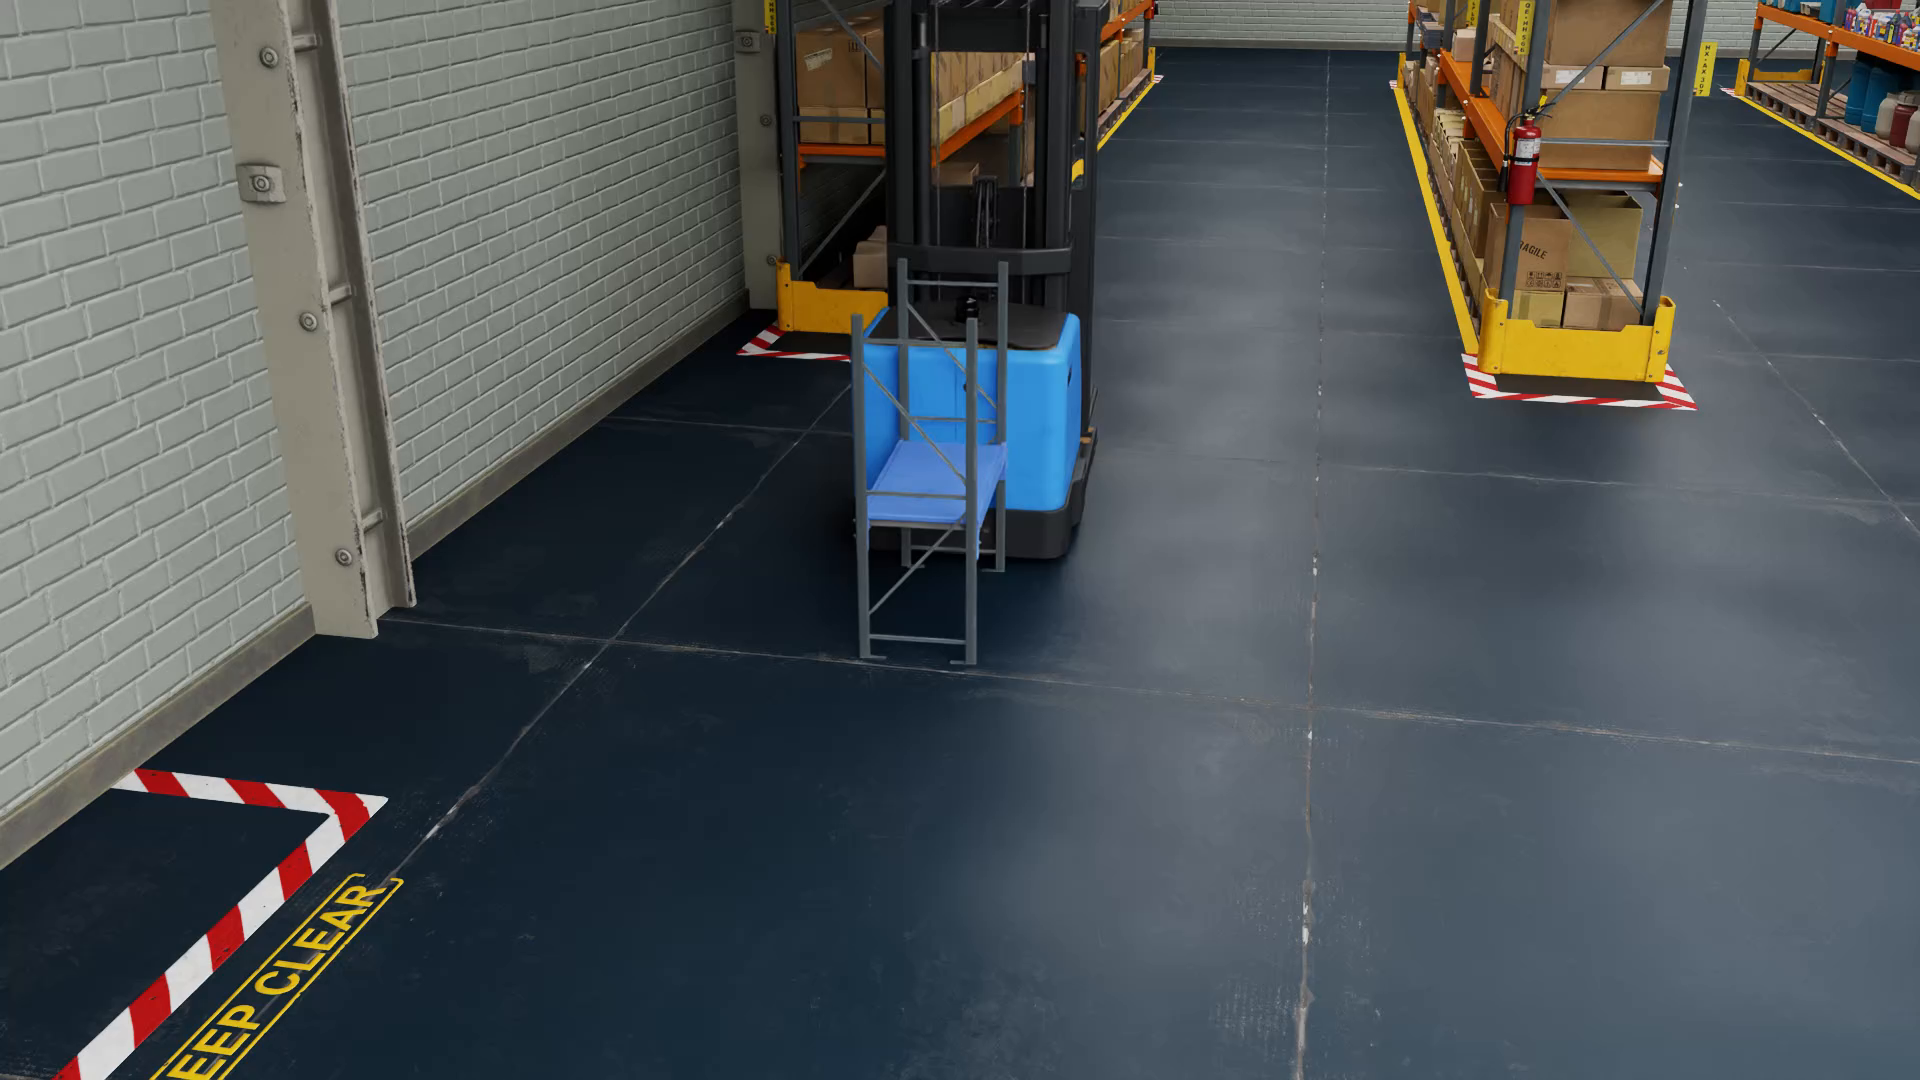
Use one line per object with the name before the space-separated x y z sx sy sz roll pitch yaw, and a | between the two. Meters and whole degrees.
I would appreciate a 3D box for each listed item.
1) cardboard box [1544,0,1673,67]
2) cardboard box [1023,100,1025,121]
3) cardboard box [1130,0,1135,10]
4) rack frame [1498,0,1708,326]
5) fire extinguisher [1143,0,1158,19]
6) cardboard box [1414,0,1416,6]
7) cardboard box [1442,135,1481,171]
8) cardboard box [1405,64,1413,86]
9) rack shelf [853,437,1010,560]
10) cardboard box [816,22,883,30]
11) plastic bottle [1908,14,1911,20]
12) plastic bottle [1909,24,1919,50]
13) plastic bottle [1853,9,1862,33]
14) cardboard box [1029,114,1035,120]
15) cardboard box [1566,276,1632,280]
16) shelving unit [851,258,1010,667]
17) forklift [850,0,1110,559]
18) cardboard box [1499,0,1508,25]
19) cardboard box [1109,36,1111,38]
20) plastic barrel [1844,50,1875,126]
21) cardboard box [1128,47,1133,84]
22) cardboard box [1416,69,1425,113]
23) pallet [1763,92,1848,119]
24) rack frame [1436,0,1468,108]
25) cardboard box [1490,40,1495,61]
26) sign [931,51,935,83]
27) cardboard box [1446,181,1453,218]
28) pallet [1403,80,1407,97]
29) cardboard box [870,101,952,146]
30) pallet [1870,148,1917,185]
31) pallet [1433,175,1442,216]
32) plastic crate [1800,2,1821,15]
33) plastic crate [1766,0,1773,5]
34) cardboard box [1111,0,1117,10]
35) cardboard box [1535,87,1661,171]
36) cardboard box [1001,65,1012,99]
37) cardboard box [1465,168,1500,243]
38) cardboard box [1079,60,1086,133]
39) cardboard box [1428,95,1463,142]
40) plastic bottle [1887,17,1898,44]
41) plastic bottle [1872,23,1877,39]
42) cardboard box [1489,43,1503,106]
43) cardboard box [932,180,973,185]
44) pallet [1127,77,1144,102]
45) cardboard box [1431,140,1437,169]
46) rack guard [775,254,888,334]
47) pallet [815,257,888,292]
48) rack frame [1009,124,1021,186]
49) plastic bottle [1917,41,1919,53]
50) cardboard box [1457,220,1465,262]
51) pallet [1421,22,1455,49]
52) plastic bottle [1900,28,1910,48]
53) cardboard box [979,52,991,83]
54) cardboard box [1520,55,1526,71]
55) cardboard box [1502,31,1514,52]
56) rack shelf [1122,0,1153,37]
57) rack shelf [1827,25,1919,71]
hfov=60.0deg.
cardboard box | 4.214 -3.376 10.851 0.700 0.500 0.500 5 22 11
cardboard box | 0.384 -4.393 16.999 0.500 0.250 0.500 4 22 9
cardboard box | 1.975 -7.907 23.569 0.980 0.700 0.700 4 22 10
rack frame | 4.095 -2.539 10.642 1.000 3.000 0.127 4 22 11
fire extinguisher | 2.993 -8.578 26.239 0.296 0.674 0.183 4 22 11
cardboard box | 6.806 -7.922 23.875 0.500 0.500 0.500 4 22 11
cardboard box | 4.918 -3.724 15.953 0.500 0.311 0.500 4 22 11
cardboard box | 6.768 -6.776 24.255 0.500 0.250 0.500 4 22 11
rack shelf | -0.107 -0.201 7.326 0.538 0.185 1.000 3 22 8
cardboard box | -0.754 -3.575 12.384 0.500 0.500 0.500 5 22 12
plastic bottle | 11.503 -6.290 20.223 0.097 0.201 0.097 0 22 0
plastic bottle | 10.409 -5.474 18.102 0.097 0.271 0.097 0 22 0
plastic bottle | 10.847 -6.259 20.052 0.097 0.271 0.097 0 22 0
cardboard box | 0.489 -4.255 17.660 0.700 0.500 0.500 4 22 11
cardboard box | 4.521 -1.820 11.977 0.500 0.250 0.500 4 22 11
shelving unit | -0.107 -0.368 7.259 0.538 1.500 1.048 3 22 8
forklift | 0.195 -1.785 8.863 1.130 2.935 3.031 3 22 8
cardboard box | 4.827 -4.487 13.609 0.700 0.500 0.500 5 22 11
cardboard box | 2.038 -7.436 24.718 0.380 0.149 0.250 5 22 11
plastic barrel | 11.265 -5.572 20.421 0.600 0.901 0.708 4 22 11
cardboard box | 2.159 -6.976 24.443 0.700 0.500 0.500 5 22 12
cardboard box | 6.207 -5.814 21.531 0.500 0.500 0.500 3 22 8
pallet | 11.751 -5.974 22.905 1.003 0.211 1.213 4 22 11
rack frame | 5.728 -5.465 17.907 1.000 3.000 0.127 4 22 11
cardboard box | 5.192 -4.520 15.429 0.500 0.500 0.500 6 23 15
sign | -0.224 -3.275 11.312 0.100 0.325 0.005 4 22 11
cardboard box | 4.712 -3.095 15.141 0.500 0.250 0.500 4 22 10
pallet | 7.183 -6.777 24.899 1.003 0.211 1.213 4 22 11
cardboard box | -0.344 -3.009 11.984 0.500 0.250 0.500 4 22 9
pallet | 10.696 -4.084 18.211 1.003 0.211 1.213 4 22 11
pallet | 5.271 -3.428 16.583 1.003 0.211 1.213 4 22 11
plastic crate | 11.453 -7.114 22.274 0.293 0.136 0.466 4 22 11
plastic crate | 11.689 -7.741 23.831 0.250 0.136 0.298 4 22 11
cardboard box | 1.752 -7.122 21.463 0.500 0.500 0.500 5 22 11
cardboard box | 4.203 -2.755 11.045 0.700 0.500 0.500 4 22 11
cardboard box | 0.152 -3.940 14.295 0.500 0.250 0.500 5 22 11
cardboard box | 4.207 -2.574 12.845 0.500 0.500 0.500 4 22 11
cardboard box | 1.156 -5.297 19.807 0.750 0.750 0.750 4 22 10
cardboard box | 5.689 -4.869 19.185 0.500 0.500 0.500 5 23 13
plastic bottle | 10.539 -5.746 18.763 0.061 0.283 0.133 4 22 11
plastic bottle | 10.686 -5.937 19.346 0.097 0.201 0.097 0 22 0
cardboard box | 4.827 -3.885 13.852 0.700 0.500 0.500 4 22 10
cardboard box | -0.211 -2.679 13.747 0.700 0.500 0.500 3 22 8
pallet | 2.172 -6.730 24.781 1.003 0.211 1.213 4 22 11
cardboard box | 5.232 -4.031 17.465 0.500 0.250 0.500 4 22 9
rack guard | -0.739 -1.783 12.112 1.175 0.500 0.348 4 22 11
pallet | -0.539 -1.944 12.897 1.003 0.211 1.213 4 22 11
rack frame | 0.061 -4.378 15.209 1.000 3.000 0.127 4 22 11
plastic bottle | 10.349 -5.335 17.850 0.097 0.201 0.097 0 22 0
cardboard box | 4.306 -2.410 13.440 0.500 0.250 0.500 4 22 11
pallet | 5.797 -5.629 18.571 1.213 0.211 1.003 4 22 11
plastic bottle | 10.469 -5.548 18.381 0.097 0.201 0.097 0 22 0
cardboard box | -0.047 -3.912 13.223 0.500 0.500 0.500 5 23 13
cardboard box | 4.198 -3.418 11.822 0.380 0.149 0.250 5 23 13
cardboard box | 4.460 -3.892 12.999 0.380 0.149 0.250 4 22 9
rack shelf | 2.102 -7.701 24.424 1.077 0.370 4.000 4 22 11
rack shelf | 10.984 -5.483 18.916 1.077 0.370 4.000 4 22 11
